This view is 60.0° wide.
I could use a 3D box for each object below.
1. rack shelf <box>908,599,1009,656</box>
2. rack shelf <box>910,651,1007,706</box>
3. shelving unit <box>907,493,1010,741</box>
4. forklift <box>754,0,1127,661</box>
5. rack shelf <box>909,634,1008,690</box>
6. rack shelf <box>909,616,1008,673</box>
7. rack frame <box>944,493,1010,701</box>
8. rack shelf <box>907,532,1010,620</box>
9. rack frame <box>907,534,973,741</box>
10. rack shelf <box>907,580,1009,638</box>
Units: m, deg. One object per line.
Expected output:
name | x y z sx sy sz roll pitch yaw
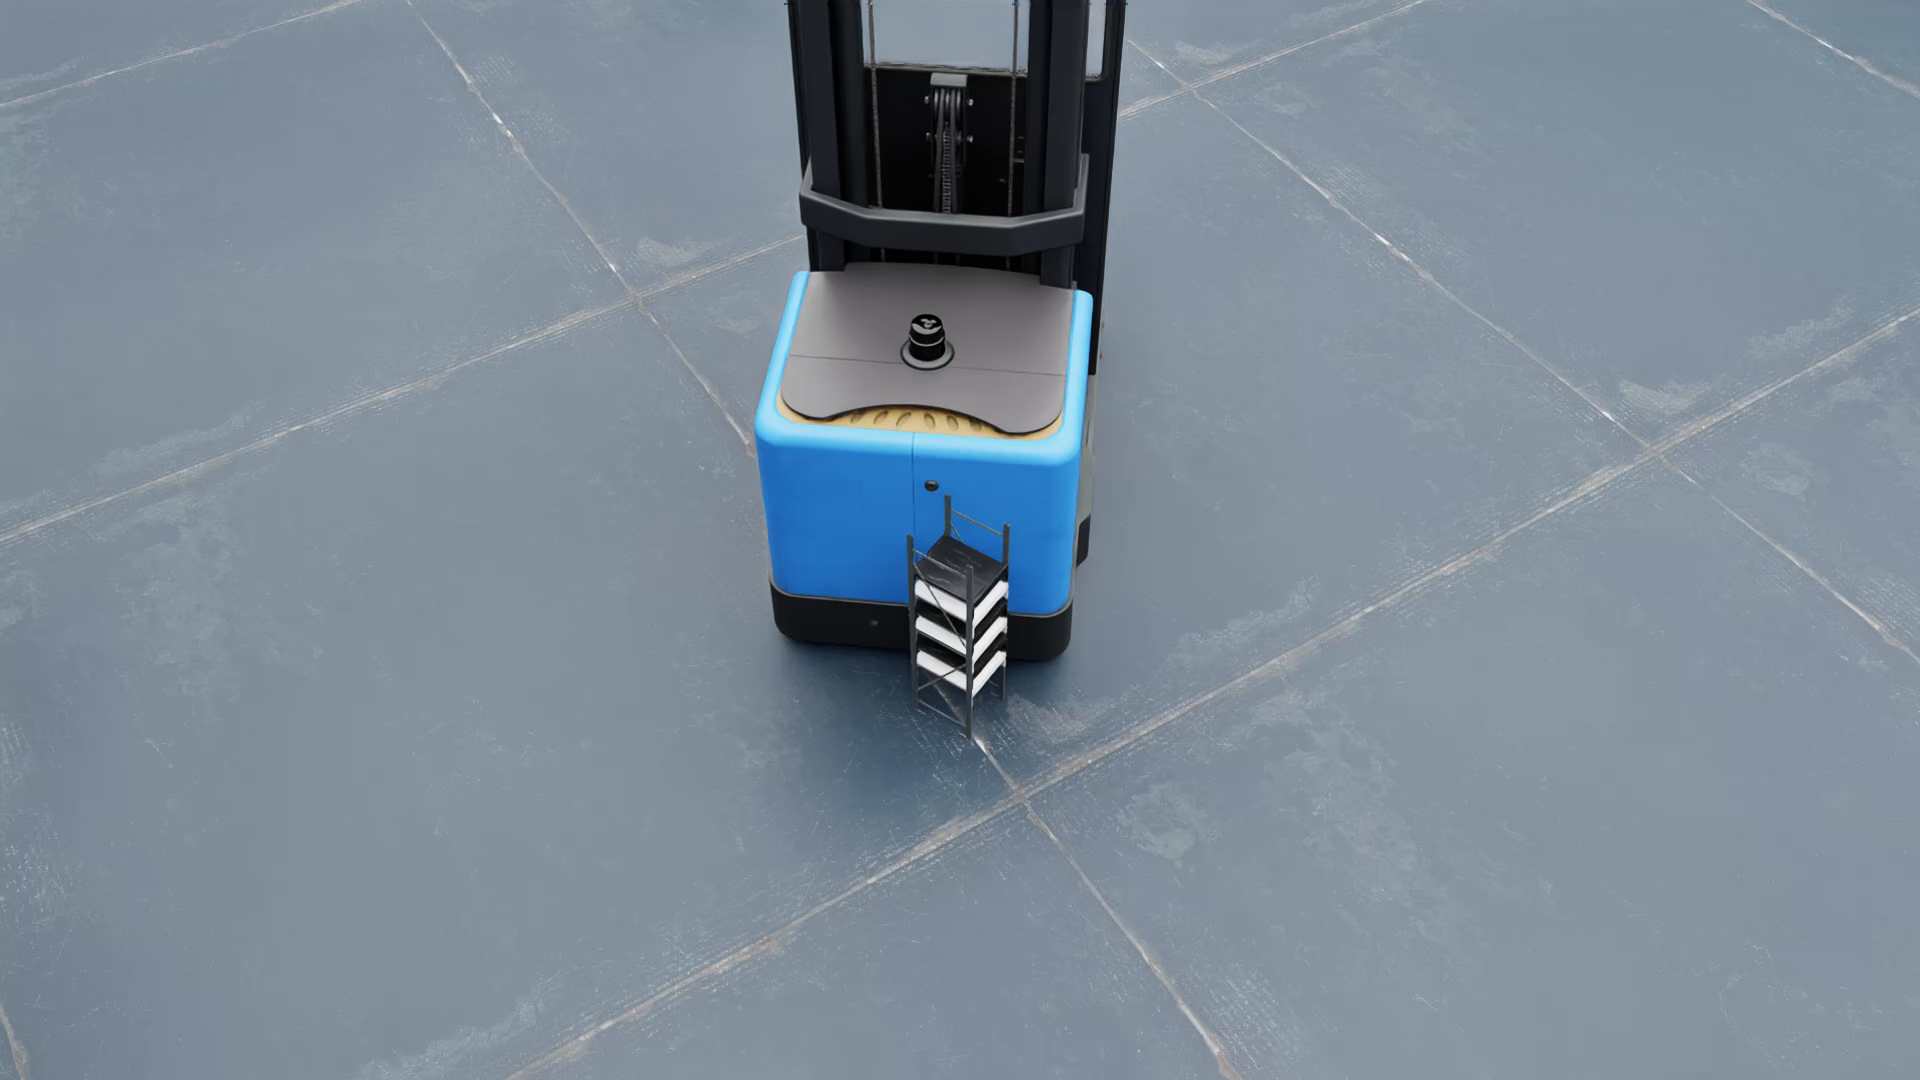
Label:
rack shelf | -0.005 0.231 5.366 0.258 0.077 0.200 27 54 22
rack shelf | -0.005 0.410 5.568 0.258 0.077 0.200 27 54 22
shelving unit | -0.005 0.268 5.408 0.258 0.900 0.210 27 54 22
forklift | 0.016 -1.665 5.770 1.130 2.935 3.031 5 48 4
rack shelf | -0.005 0.350 5.500 0.258 0.077 0.200 27 54 22
rack shelf | -0.005 0.291 5.433 0.258 0.077 0.200 27 54 22
rack frame | 0.052 0.206 5.464 0.240 0.900 0.006 27 54 22
rack shelf | -0.005 0.111 5.232 0.258 0.077 0.200 27 54 22
rack frame | -0.062 0.331 5.352 0.240 0.900 0.006 27 54 22
rack shelf | -0.005 0.171 5.299 0.258 0.077 0.200 27 54 22
